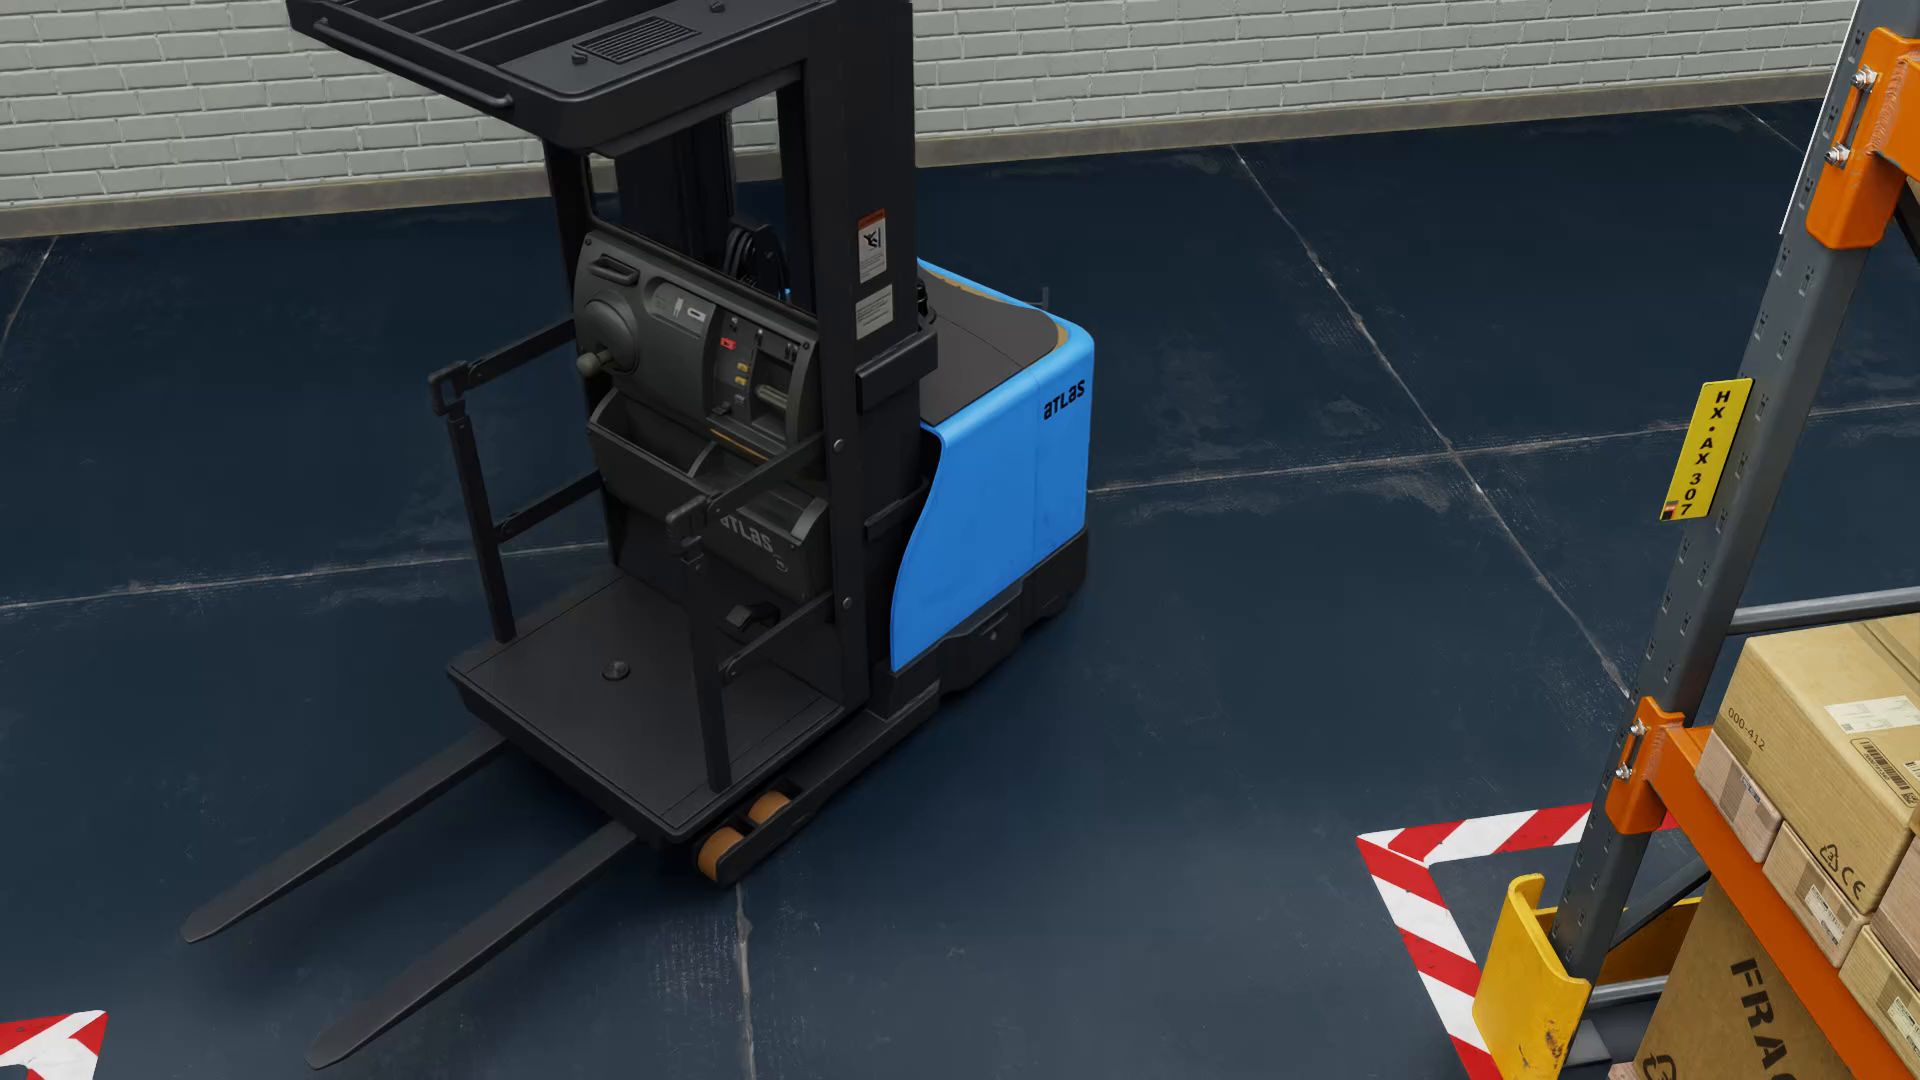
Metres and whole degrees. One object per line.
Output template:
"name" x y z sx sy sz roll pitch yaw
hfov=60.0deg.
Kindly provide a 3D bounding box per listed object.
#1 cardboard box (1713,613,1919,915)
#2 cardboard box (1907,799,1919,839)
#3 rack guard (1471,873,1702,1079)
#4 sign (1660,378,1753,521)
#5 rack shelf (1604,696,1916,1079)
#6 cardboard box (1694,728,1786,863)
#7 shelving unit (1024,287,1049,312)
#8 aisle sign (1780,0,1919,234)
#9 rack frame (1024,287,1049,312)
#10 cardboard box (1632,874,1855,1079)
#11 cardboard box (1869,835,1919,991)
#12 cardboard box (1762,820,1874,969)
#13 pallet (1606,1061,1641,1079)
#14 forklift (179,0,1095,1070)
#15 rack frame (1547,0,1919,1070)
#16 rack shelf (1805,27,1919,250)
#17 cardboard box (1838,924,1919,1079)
"cardboard box" 1.825 0.405 3.164 0.500 0.250 0.500 -7 38 -9
"cardboard box" 1.913 0.410 2.545 0.500 0.500 0.500 -7 38 -9
"rack guard" 2.003 1.117 4.405 1.175 0.500 0.348 -6 38 -8
"sign" 1.459 -0.173 3.258 0.100 0.325 0.005 -6 38 -8
"rack shelf" 2.358 1.636 2.286 1.077 0.370 4.000 -6 38 -8
"cardboard box" 1.744 0.493 3.375 0.380 0.149 0.250 -6 38 -7
"shelving unit" 0.200 -0.481 6.136 0.258 0.900 0.210 -1 38 -1
"aisle sign" 1.699 -0.894 2.837 0.394 0.787 0.004 -6 38 -8
"rack frame" 0.197 -0.543 6.216 0.240 0.900 0.006 -1 38 -1
"cardboard box" 2.198 1.195 3.656 0.875 0.875 0.875 -6 38 -8
"cardboard box" 1.923 0.718 2.761 0.500 0.250 0.500 -7 38 -9
"cardboard box" 1.791 0.648 3.176 0.380 0.149 0.250 -7 38 -9
"pallet" 2.224 1.720 3.865 1.003 0.211 1.213 -6 38 -8
"forklift" -0.888 -0.489 4.490 1.130 2.935 3.031 28 46 31
"rack frame" 2.007 0.144 3.620 1.000 3.000 0.127 -6 38 -8
"rack shelf" 2.358 0.451 1.365 1.077 0.370 4.000 -6 38 -8
"cardboard box" 1.836 0.802 2.977 0.380 0.149 0.250 -7 38 -9
